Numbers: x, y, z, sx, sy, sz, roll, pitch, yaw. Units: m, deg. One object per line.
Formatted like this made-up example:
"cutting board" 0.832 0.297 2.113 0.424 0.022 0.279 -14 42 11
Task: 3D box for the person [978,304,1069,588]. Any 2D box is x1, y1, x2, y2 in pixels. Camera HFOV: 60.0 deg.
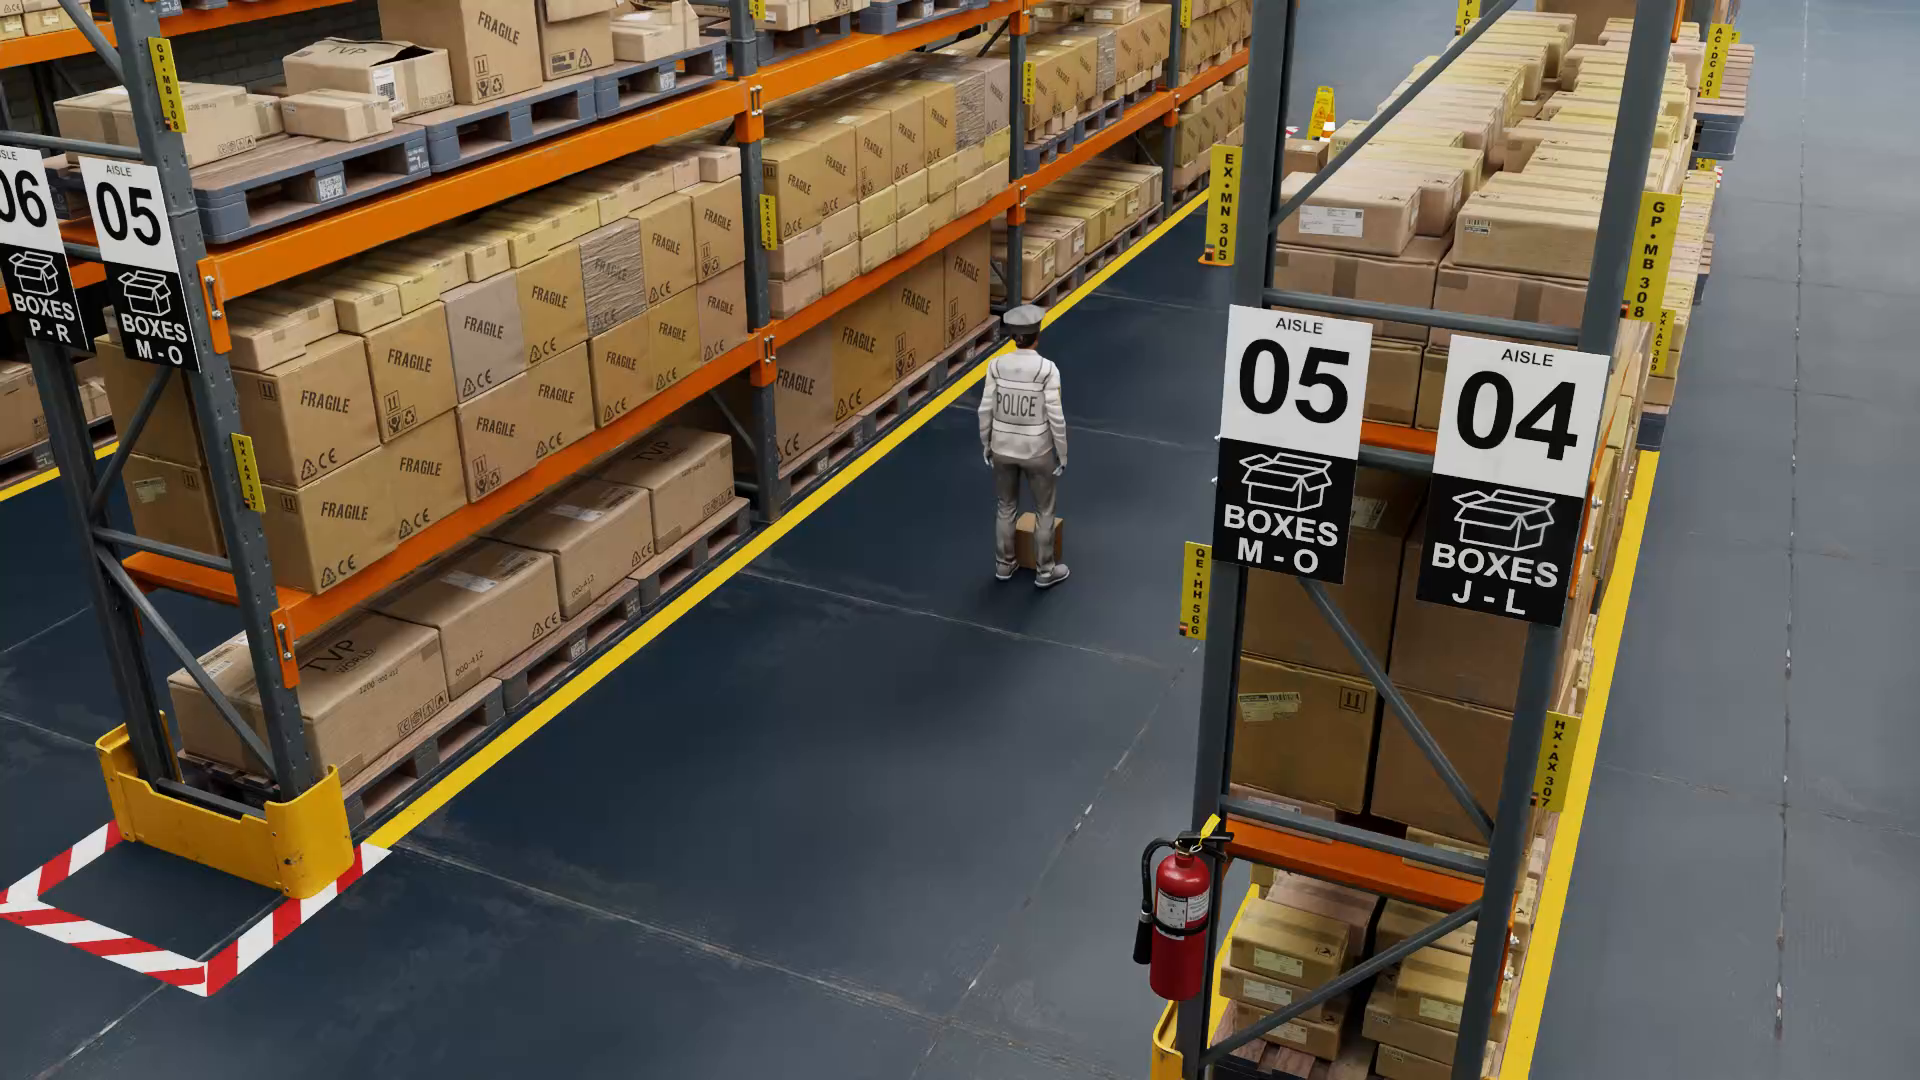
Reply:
"person" 0.372 -0.523 9.669 0.533 1.662 0.374 10 28 19
